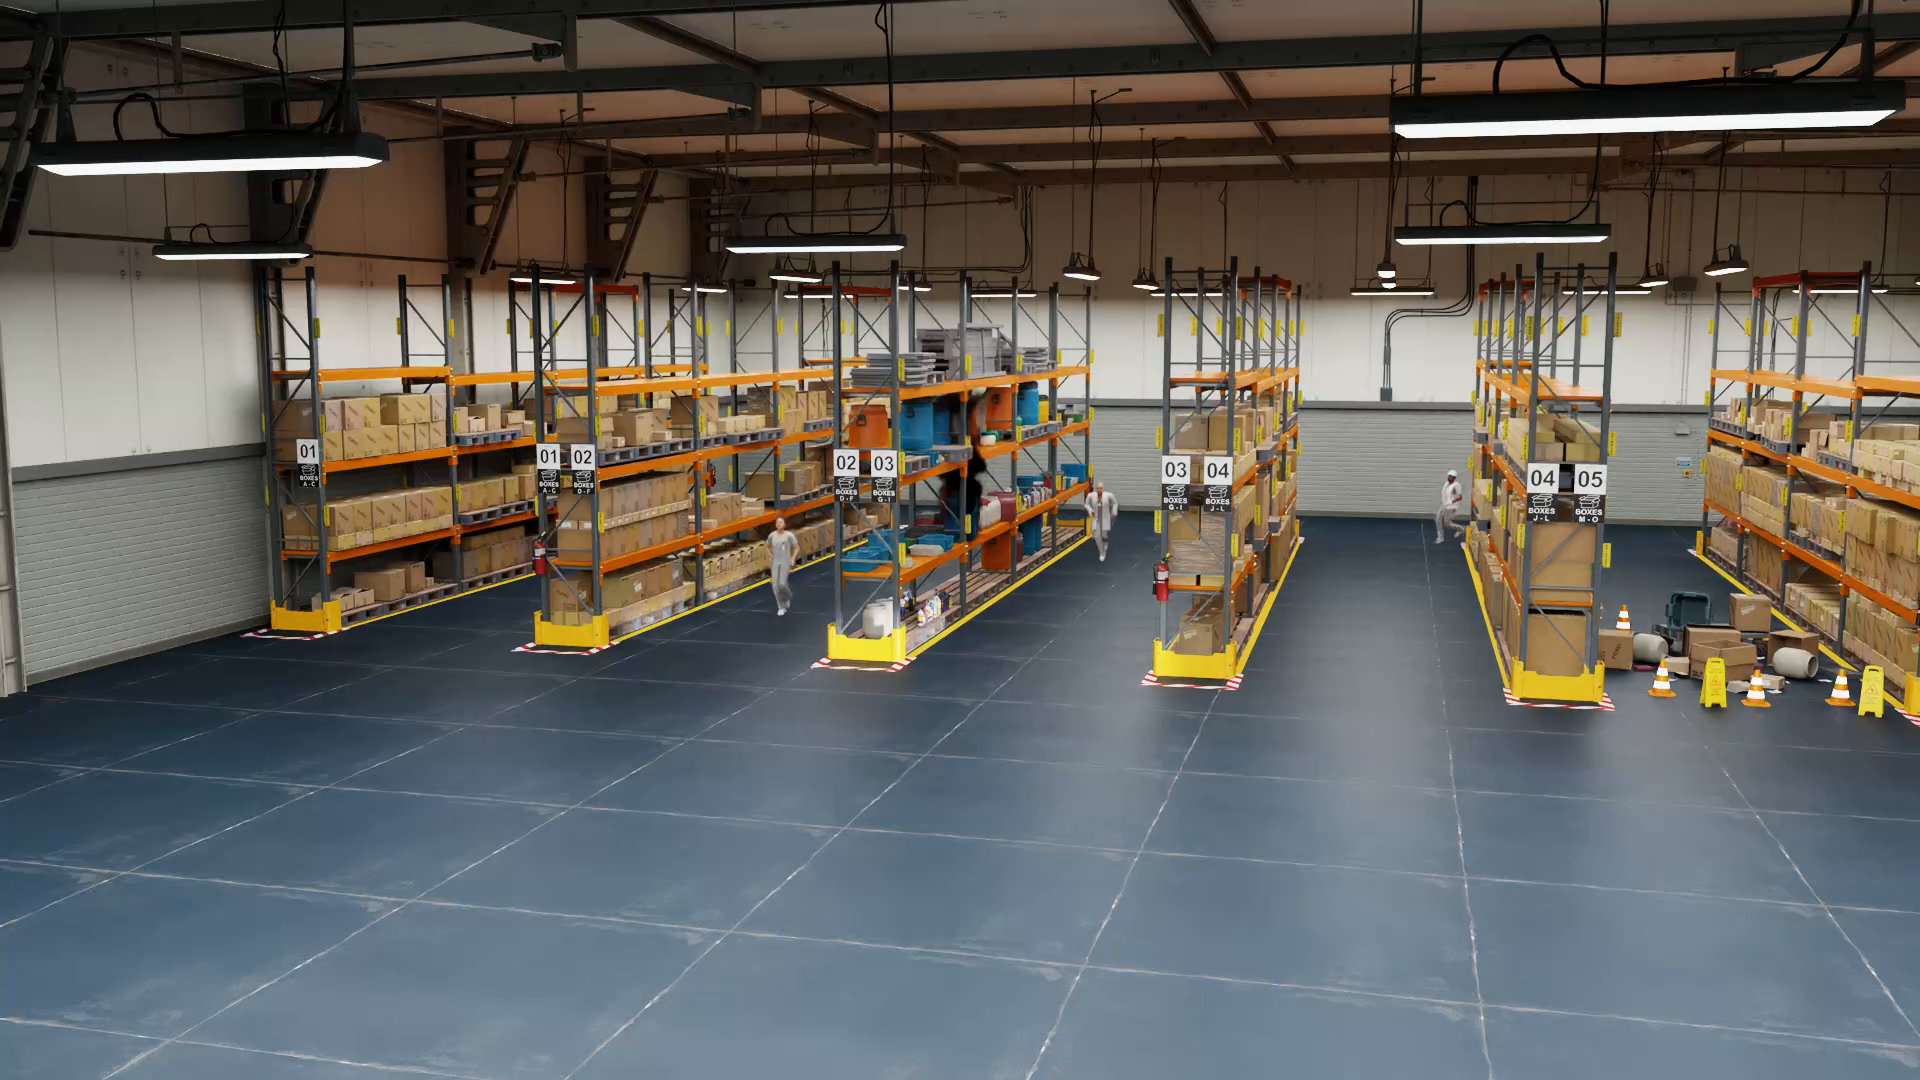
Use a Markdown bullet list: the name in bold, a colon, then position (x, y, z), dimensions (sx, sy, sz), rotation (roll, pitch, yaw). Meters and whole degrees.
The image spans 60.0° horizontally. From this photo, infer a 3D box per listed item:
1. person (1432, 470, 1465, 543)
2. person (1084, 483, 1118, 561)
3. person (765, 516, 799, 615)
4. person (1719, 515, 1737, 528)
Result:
- **person**: position (11.512, -0.764, 38.919), dimensions (0.769, 1.773, 0.732), rotation (-2, 7, -14)
- **person**: position (3.070, -0.411, 36.185), dimensions (0.703, 1.712, 0.796), rotation (2, 8, 15)
- **person**: position (-2.964, 0.415, 27.587), dimensions (0.565, 1.641, 0.509), rotation (1, 7, 9)
- **person**: position (17.627, -0.608, 37.900), dimensions (0.545, 1.622, 0.564), rotation (1, 7, 4)
